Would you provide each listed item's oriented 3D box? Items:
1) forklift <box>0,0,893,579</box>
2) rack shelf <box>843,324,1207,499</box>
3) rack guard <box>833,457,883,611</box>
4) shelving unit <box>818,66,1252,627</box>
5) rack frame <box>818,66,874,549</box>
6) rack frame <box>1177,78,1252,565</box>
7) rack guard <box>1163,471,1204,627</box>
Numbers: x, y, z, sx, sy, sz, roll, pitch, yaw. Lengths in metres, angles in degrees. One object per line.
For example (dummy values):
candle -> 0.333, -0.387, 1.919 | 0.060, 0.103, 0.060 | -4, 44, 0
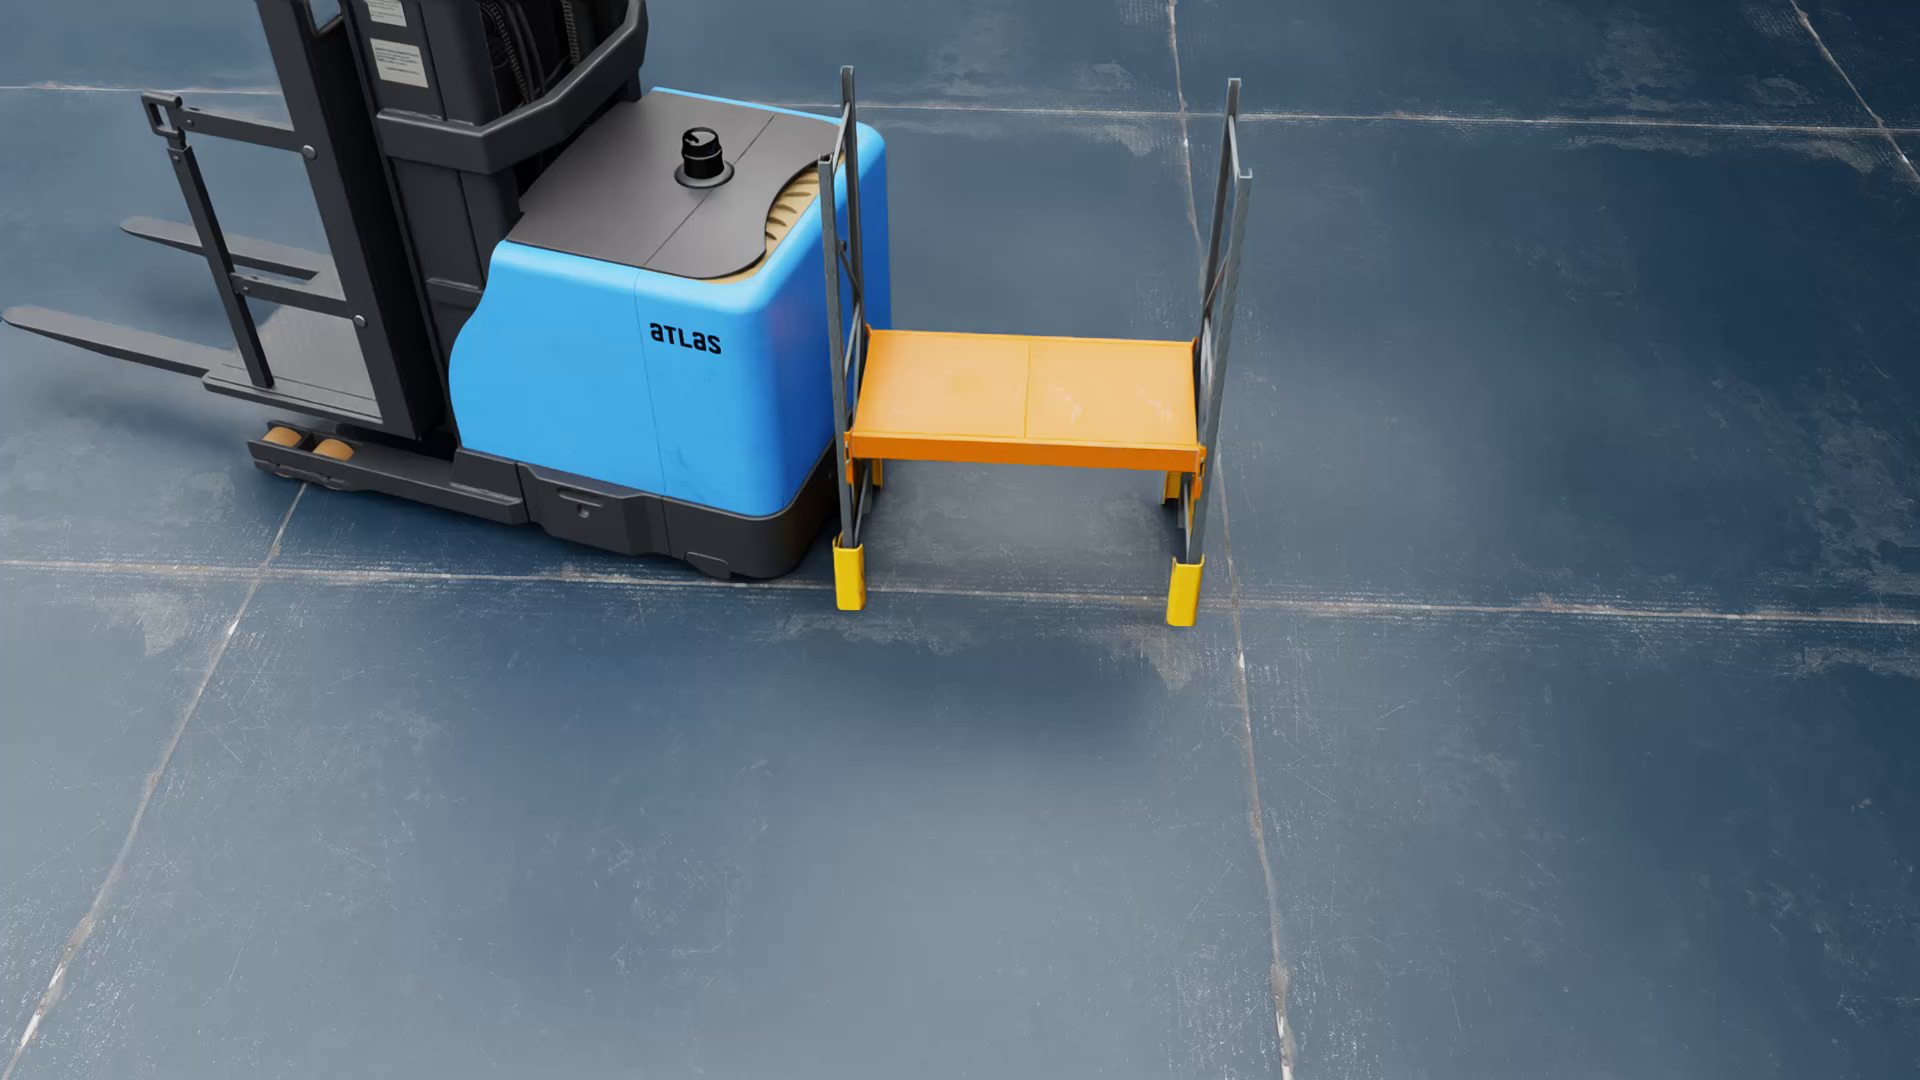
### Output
forklift -> -1.785, -1.560, 4.774 | 3.031, 2.935, 1.130 | 13, 45, 14
rack shelf -> 0.194, -0.380, 4.821 | 1.000, 0.185, 0.538 | 3, 43, 3
rack guard -> -0.312, -0.077, 5.150 | 0.087, 0.250, 0.587 | 3, 43, 3
shelving unit -> 0.185, -0.512, 4.699 | 1.083, 1.500, 0.587 | 3, 43, 3
rack frame -> -0.313, -0.535, 4.724 | 0.032, 1.500, 0.500 | 3, 43, 3
rack frame -> 0.701, -0.488, 4.674 | 0.032, 1.500, 0.500 | 3, 43, 3
rack guard -> 0.682, -0.032, 5.101 | 0.087, 0.250, 0.587 | 3, 43, 3
